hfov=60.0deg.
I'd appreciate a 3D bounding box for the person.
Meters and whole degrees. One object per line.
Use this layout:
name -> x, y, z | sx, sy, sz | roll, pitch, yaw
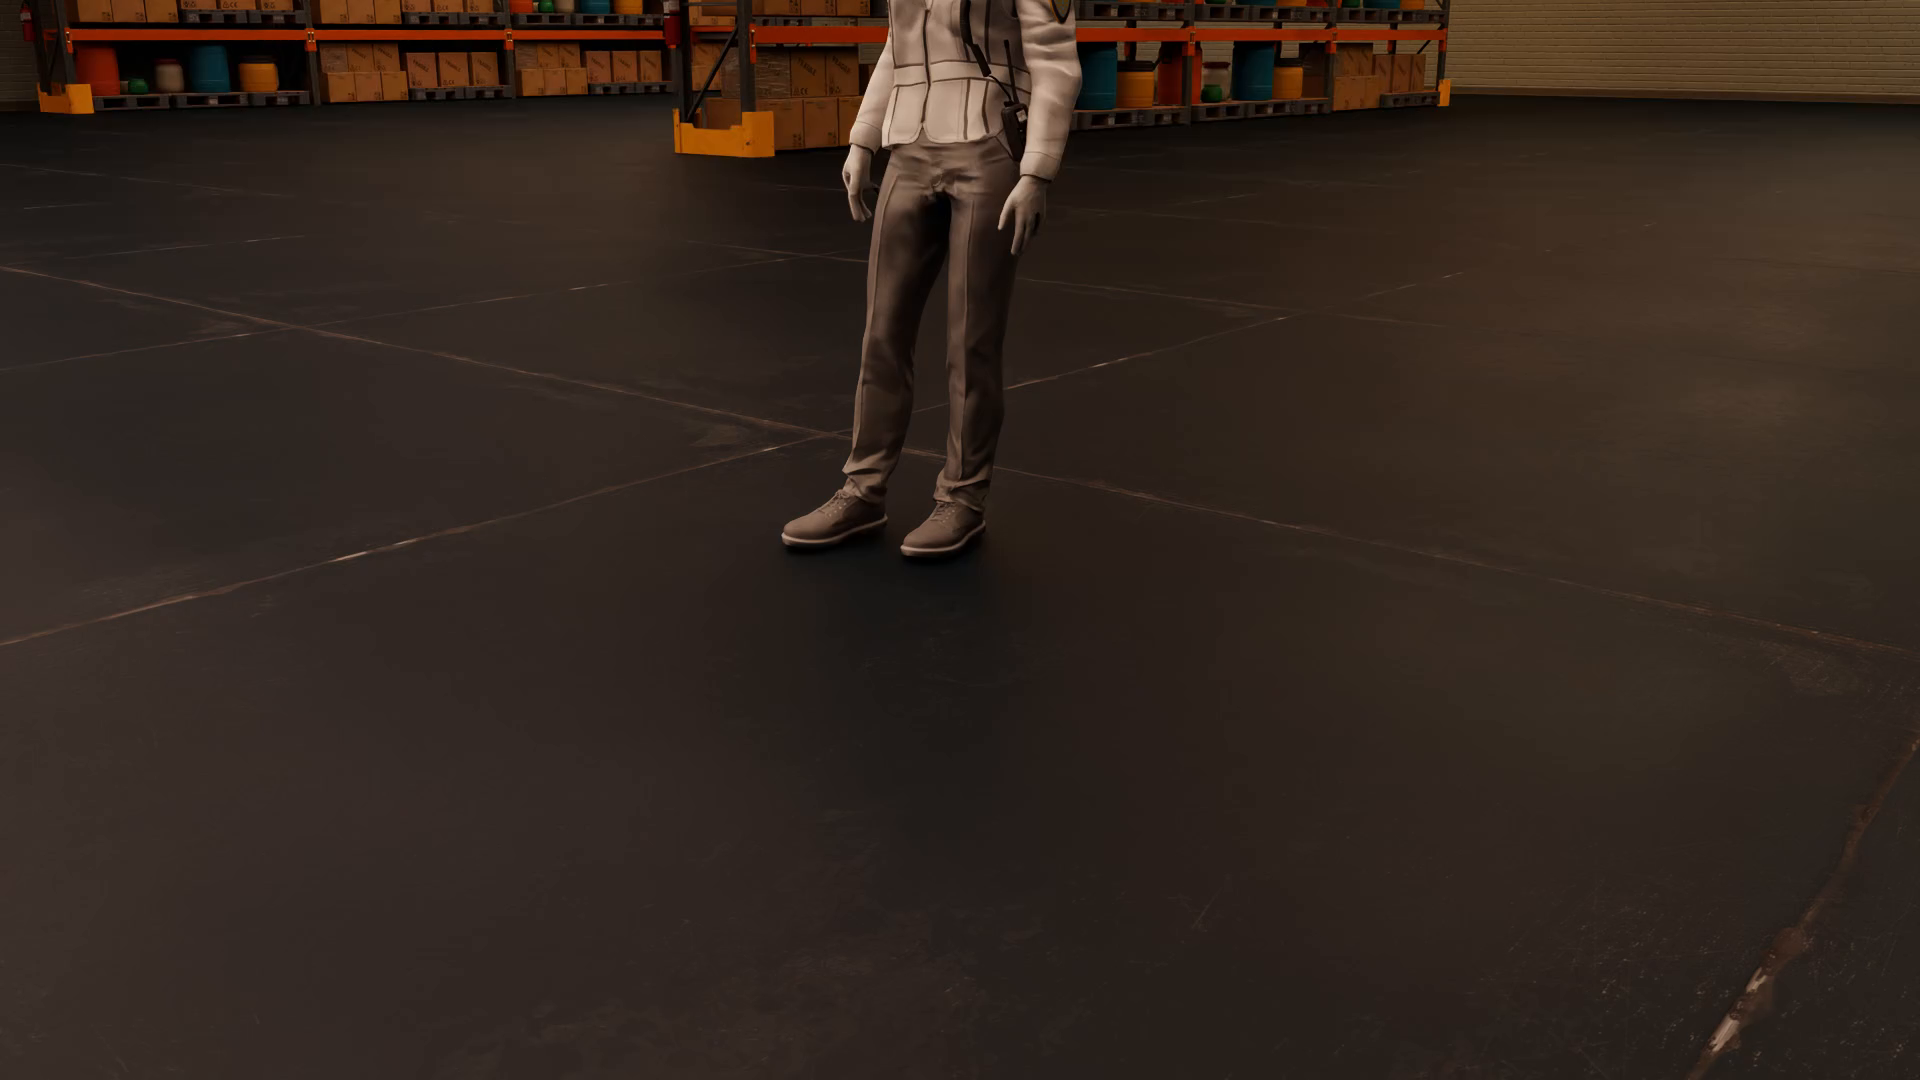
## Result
person -> -0.050, -0.804, 3.647 | 0.586, 1.694, 0.530 | 13, 21, 37
